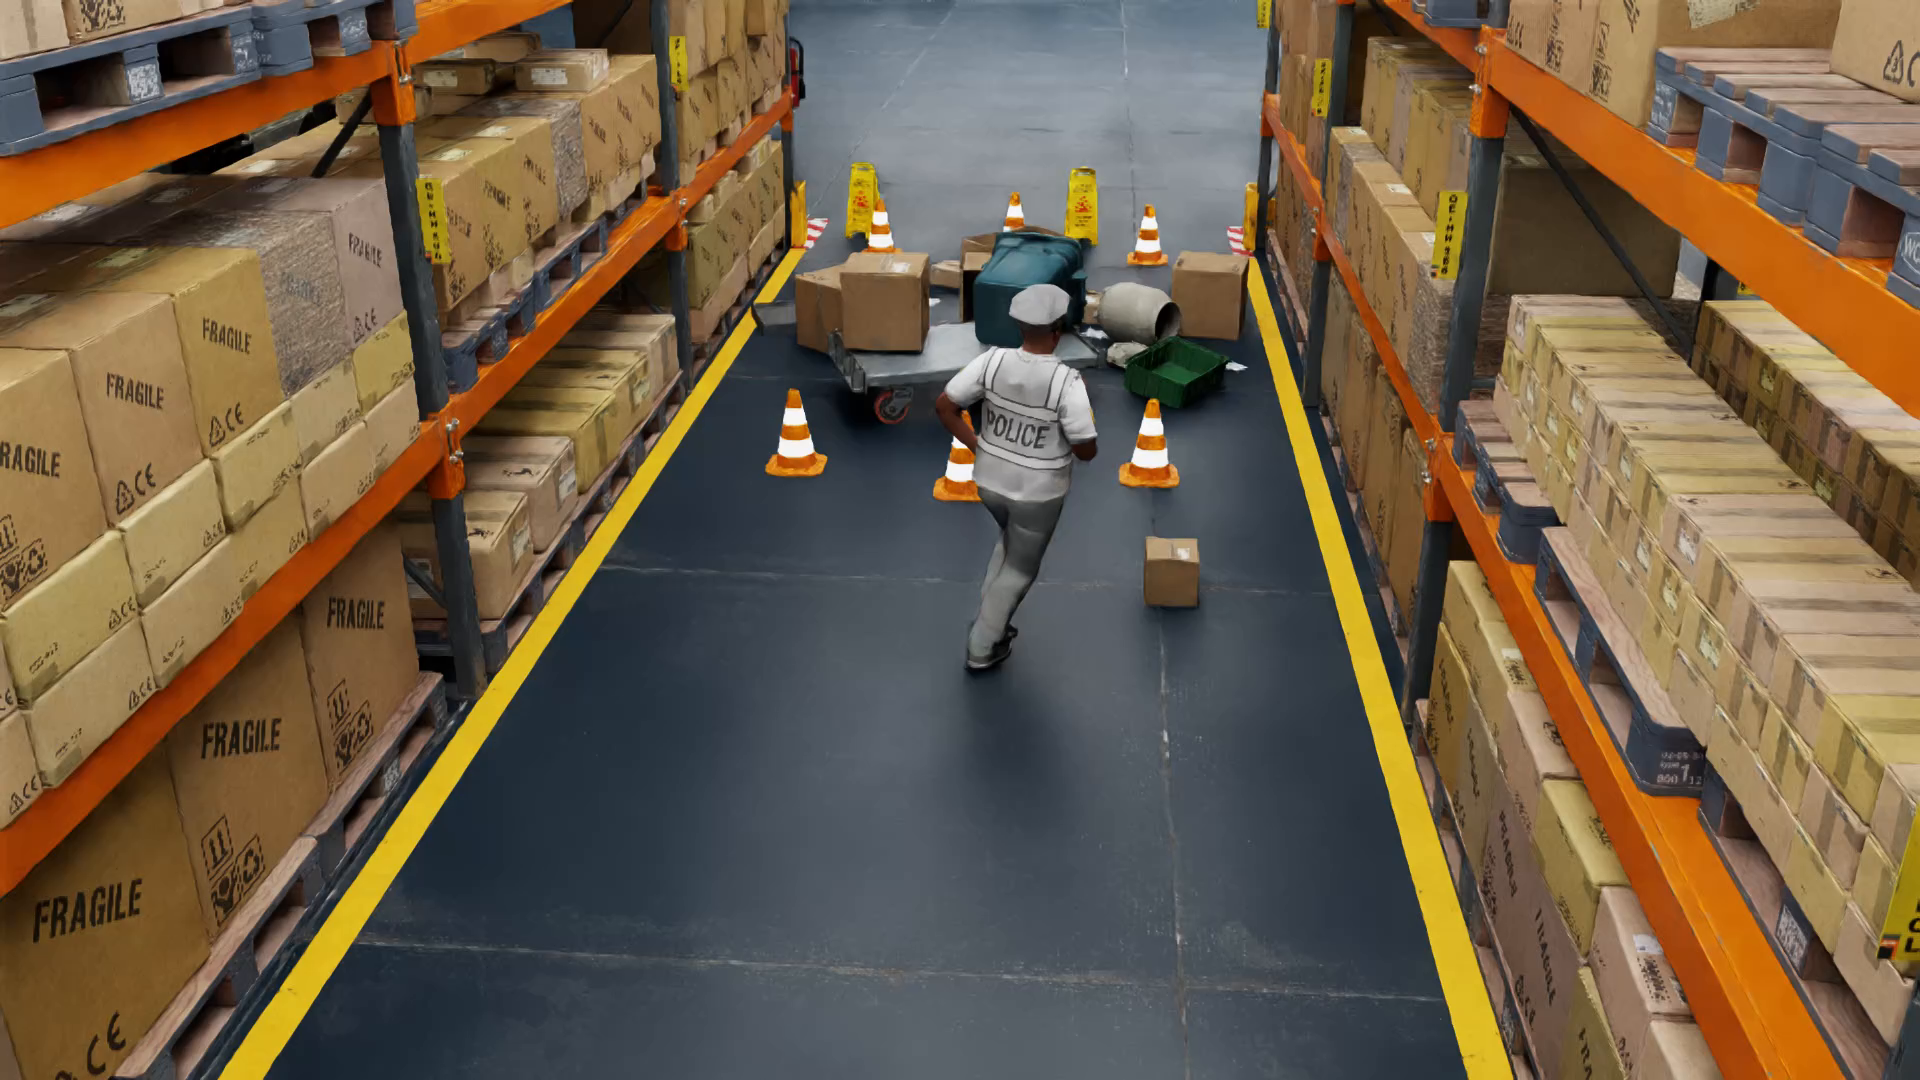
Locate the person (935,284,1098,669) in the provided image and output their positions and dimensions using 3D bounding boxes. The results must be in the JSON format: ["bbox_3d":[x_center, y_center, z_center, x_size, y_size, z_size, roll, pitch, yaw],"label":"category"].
[{"bbox_3d":[0.311,-0.235,7.163,0.667,1.777,0.577,18,30,34],"label":"person"}]
